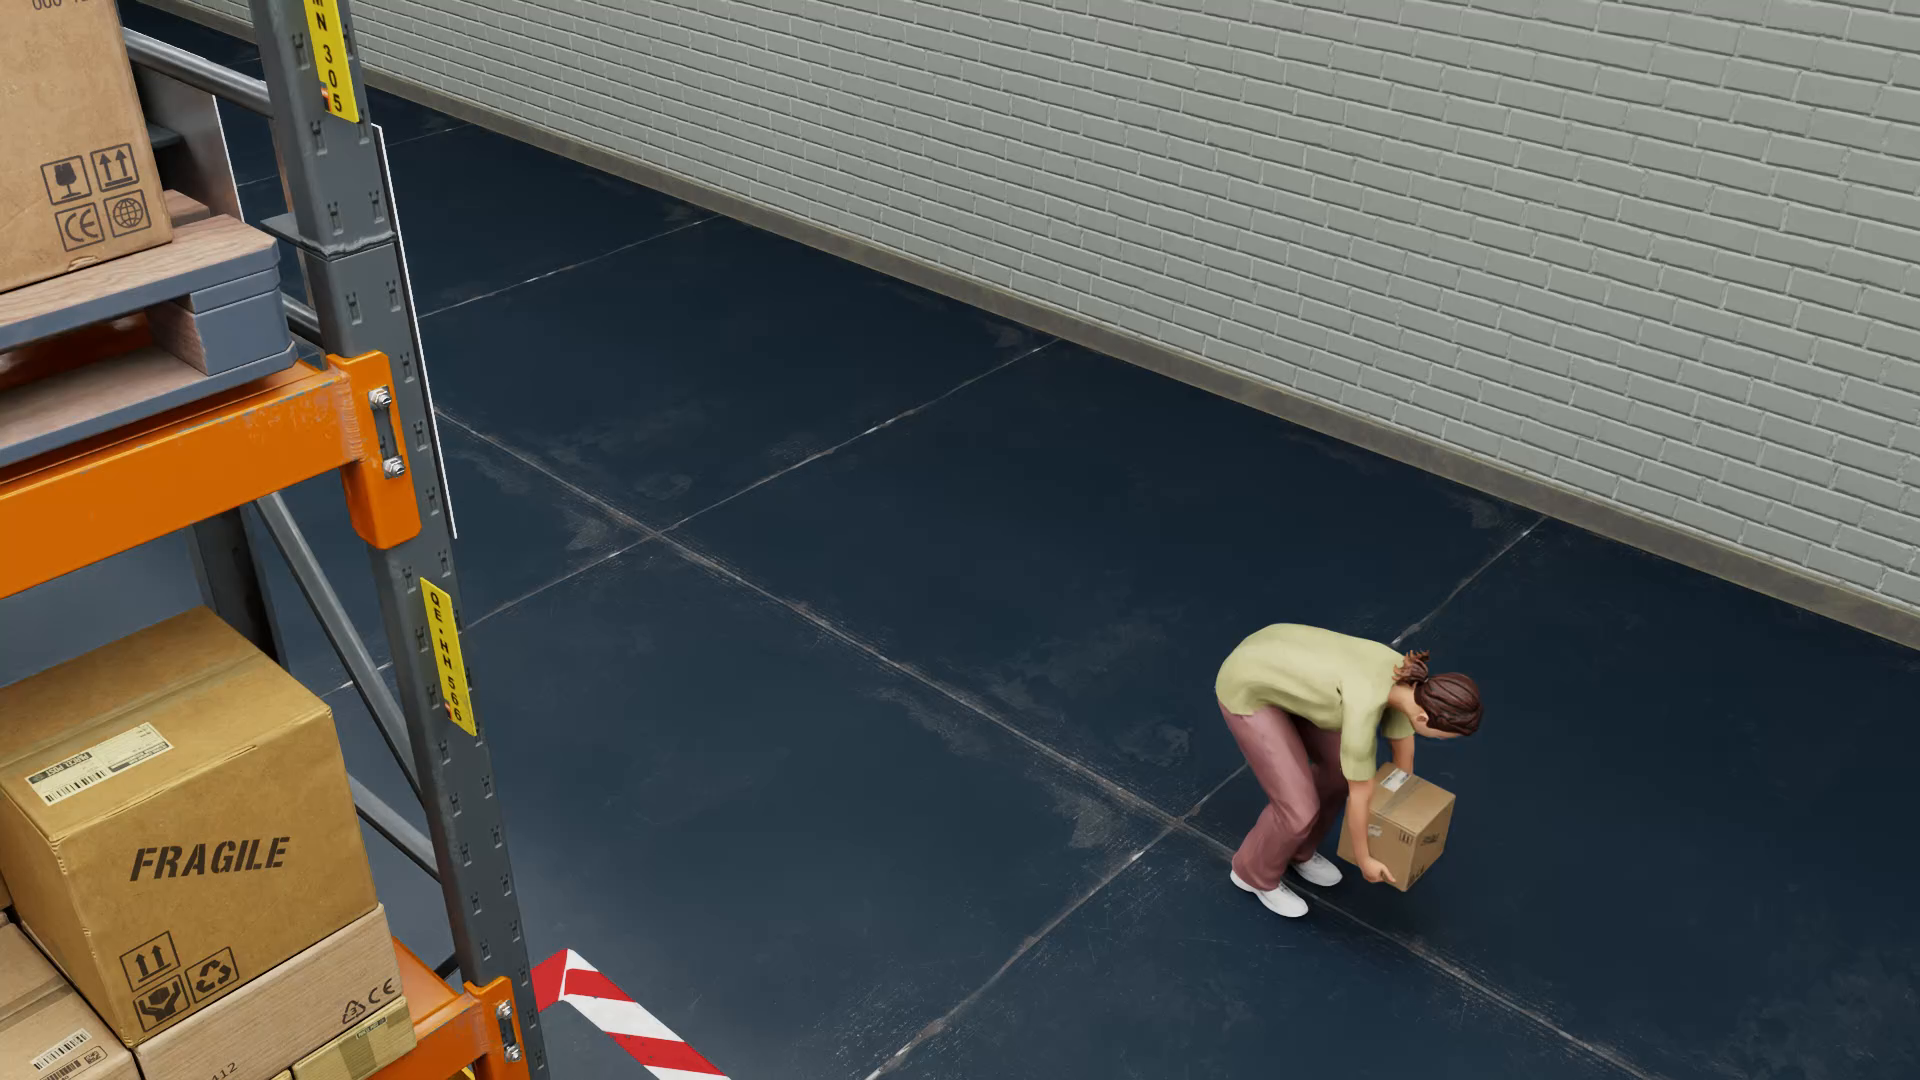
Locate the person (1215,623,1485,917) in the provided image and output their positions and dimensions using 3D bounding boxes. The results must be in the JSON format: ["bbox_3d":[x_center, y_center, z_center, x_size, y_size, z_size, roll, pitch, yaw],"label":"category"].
[{"bbox_3d":[1.227,0.769,5.437,0.859,1.093,0.436,23,38,33],"label":"person"}]
